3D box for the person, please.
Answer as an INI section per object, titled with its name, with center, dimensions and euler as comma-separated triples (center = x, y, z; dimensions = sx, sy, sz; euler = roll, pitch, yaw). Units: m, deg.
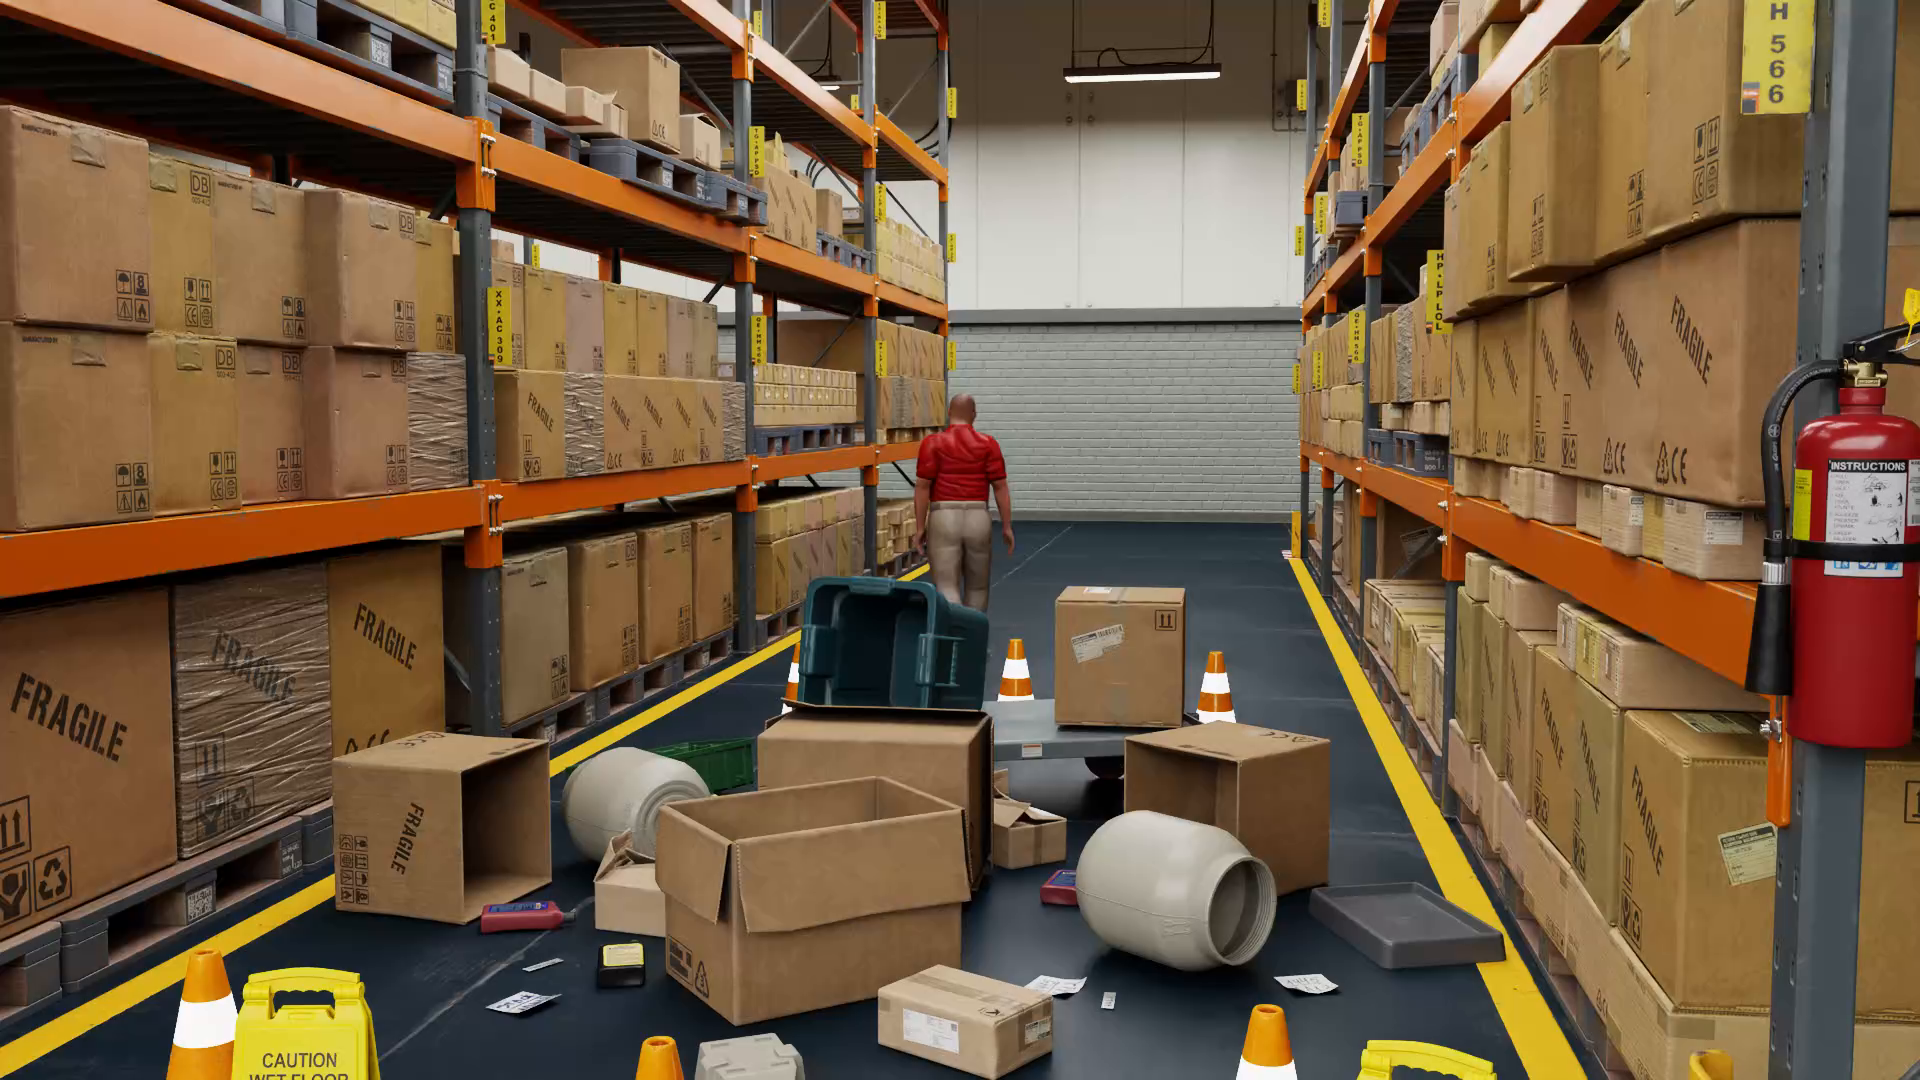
[person]
center = 0.012, -0.057, 10.388
dimensions = 0.648, 1.717, 0.642
euler = -1, 5, -12
